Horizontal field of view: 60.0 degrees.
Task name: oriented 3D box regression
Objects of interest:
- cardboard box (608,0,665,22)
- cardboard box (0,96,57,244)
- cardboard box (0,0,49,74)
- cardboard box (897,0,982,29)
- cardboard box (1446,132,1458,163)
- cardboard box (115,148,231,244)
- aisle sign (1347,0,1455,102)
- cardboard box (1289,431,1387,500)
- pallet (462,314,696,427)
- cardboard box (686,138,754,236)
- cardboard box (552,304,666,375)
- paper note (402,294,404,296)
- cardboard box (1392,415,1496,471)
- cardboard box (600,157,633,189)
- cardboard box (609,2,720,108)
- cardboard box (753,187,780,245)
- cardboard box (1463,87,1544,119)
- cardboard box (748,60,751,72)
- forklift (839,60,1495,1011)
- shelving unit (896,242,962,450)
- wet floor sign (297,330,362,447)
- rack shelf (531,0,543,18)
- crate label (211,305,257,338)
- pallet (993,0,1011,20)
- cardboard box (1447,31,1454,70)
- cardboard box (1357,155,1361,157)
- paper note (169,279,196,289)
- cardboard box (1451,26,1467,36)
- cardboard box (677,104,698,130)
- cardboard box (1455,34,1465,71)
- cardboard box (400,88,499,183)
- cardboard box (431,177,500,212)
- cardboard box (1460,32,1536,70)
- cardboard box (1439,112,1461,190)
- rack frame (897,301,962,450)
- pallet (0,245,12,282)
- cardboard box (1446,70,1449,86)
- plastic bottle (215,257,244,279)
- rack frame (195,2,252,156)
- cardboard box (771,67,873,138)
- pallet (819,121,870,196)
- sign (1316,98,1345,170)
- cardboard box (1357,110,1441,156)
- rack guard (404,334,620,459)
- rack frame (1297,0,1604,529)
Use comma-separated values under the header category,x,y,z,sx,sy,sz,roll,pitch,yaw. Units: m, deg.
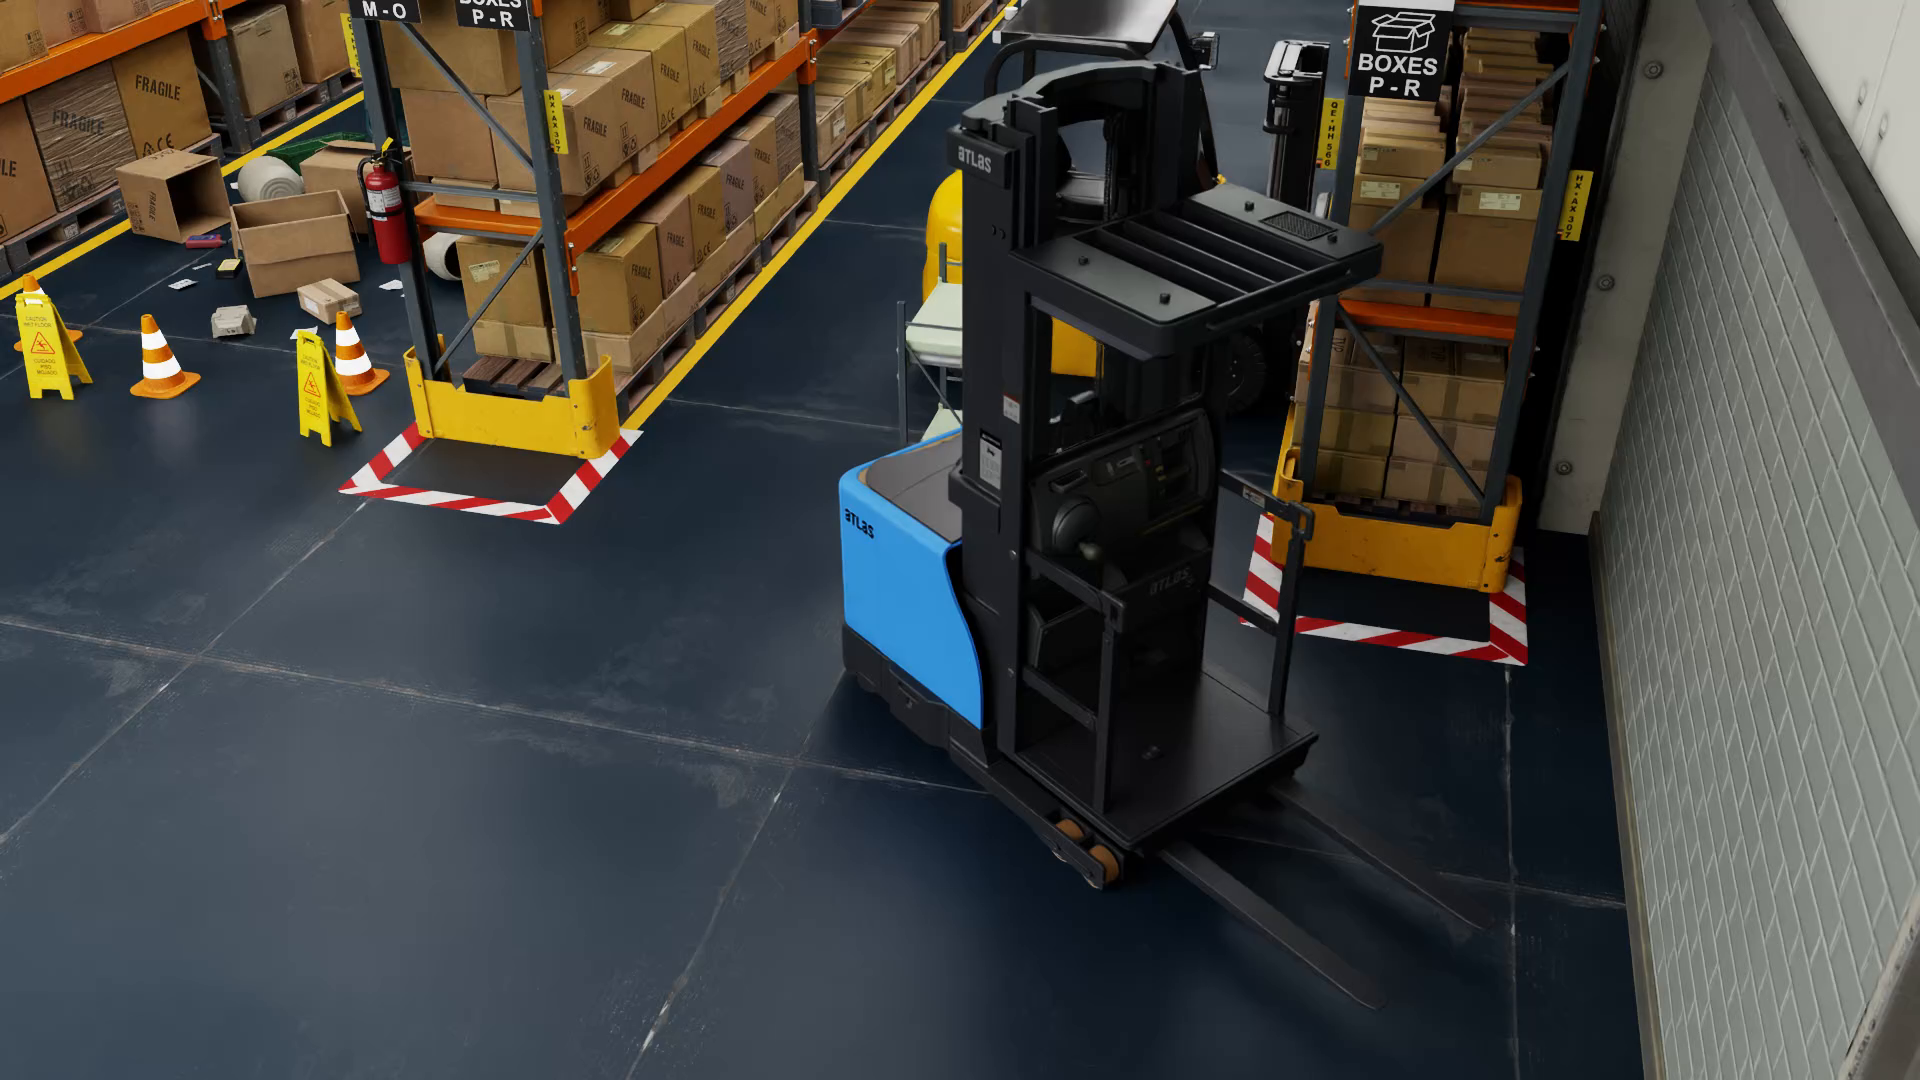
category,x,y,z,sx,sy,sz,roll,pitch,yaw
cardboard box,-2.250,-3.511,10.175,0.700,0.500,0.500,8,33,12
cardboard box,-7.080,-2.566,11.580,0.875,0.875,0.875,8,33,12
cardboard box,-6.882,-3.572,11.434,0.875,0.550,0.500,8,33,12
cardboard box,-0.310,-5.626,16.392,0.875,0.875,0.875,8,33,12
cardboard box,2.616,-1.897,8.240,0.380,0.149,0.250,7,33,12
cardboard box,-5.795,-2.544,12.284,0.500,0.500,0.500,14,35,21
aisle sign,1.906,-2.275,7.110,0.394,0.787,0.004,8,33,12
cardboard box,2.020,-0.476,8.875,0.500,0.250,0.500,8,33,13
pallet,-2.336,-1.126,10.324,1.003,0.211,1.213,8,33,12
cardboard box,-1.727,-2.383,11.175,0.500,0.500,0.500,10,34,15
cardboard box,-2.123,-1.244,10.083,0.500,0.250,0.500,8,33,12
paper note,-3.789,-1.696,11.408,0.032,0.001,0.123,8,33,12
cardboard box,2.527,-0.616,8.629,0.500,0.250,0.500,9,33,13
cardboard box,-2.113,-2.148,9.567,0.380,0.149,0.250,7,33,11
cardboard box,-1.829,-3.021,10.336,0.500,0.500,0.500,7,33,11
cardboard box,-1.596,-2.318,11.772,0.500,0.250,0.500,7,33,11
cardboard box,2.728,-2.156,8.370,0.380,0.149,0.250,8,33,13
cardboard box,-1.642,-3.225,11.262,0.380,0.149,0.250,8,33,12
forklift,0.767,-0.164,6.275,1.130,2.935,3.031,-23,39,-32
shelving unit,-0.002,-0.629,8.342,0.431,1.500,0.755,8,33,12
wet floor sign,-3.679,-0.900,9.564,0.267,0.644,0.232,20,38,29
rack shelf,-2.088,-3.847,9.879,1.077,0.370,4.000,8,33,12
crate label,-4.755,-1.428,10.869,0.250,0.136,0.298,-8,33,-13
pallet,0.019,-5.851,17.757,1.003,0.211,1.213,8,33,12
cardboard box,2.558,-2.754,9.310,0.380,0.149,0.250,8,33,13
cardboard box,2.060,-1.843,8.156,0.380,0.149,0.250,9,33,13
paper note,-5.380,-1.775,11.515,0.144,0.017,0.142,20,38,29
cardboard box,3.369,-3.020,10.612,0.500,0.500,0.500,8,33,12
cardboard box,-1.866,-2.690,10.420,0.380,0.149,0.250,7,33,11
cardboard box,3.102,-2.835,9.716,0.380,0.149,0.250,9,34,14
cardboard box,-2.724,-2.333,9.254,0.500,0.500,0.500,7,33,12
cardboard box,-2.707,-1.964,9.277,0.380,0.149,0.250,9,34,14
cardboard box,2.982,-2.696,9.219,0.380,0.149,0.250,9,34,14
cardboard box,2.835,-1.969,8.958,0.500,0.500,0.500,8,33,12
rack frame,-0.095,-0.440,8.043,0.400,1.500,0.023,8,33,12
pallet,-7.282,-1.717,11.254,1.003,0.211,1.213,8,33,12
cardboard box,2.613,-2.560,9.888,0.500,0.500,0.500,8,33,12
plastic bottle,-5.143,-1.926,11.723,0.133,0.061,0.283,-3,33,-4
rack frame,-6.394,-4.544,13.101,1.000,3.000,0.127,8,33,12
cardboard box,-1.271,-3.636,13.732,0.950,0.372,0.625,10,34,15
pallet,-1.384,-3.150,13.507,1.003,0.211,1.213,8,33,12
sign,1.685,-1.842,7.552,0.100,0.325,0.005,8,33,12
cardboard box,2.126,-1.961,8.063,0.380,0.149,0.250,8,33,12
rack guard,-2.576,-0.831,9.591,1.175,0.500,0.348,8,33,12
rack frame,2.207,-1.173,7.798,1.000,3.000,0.127,8,33,12
